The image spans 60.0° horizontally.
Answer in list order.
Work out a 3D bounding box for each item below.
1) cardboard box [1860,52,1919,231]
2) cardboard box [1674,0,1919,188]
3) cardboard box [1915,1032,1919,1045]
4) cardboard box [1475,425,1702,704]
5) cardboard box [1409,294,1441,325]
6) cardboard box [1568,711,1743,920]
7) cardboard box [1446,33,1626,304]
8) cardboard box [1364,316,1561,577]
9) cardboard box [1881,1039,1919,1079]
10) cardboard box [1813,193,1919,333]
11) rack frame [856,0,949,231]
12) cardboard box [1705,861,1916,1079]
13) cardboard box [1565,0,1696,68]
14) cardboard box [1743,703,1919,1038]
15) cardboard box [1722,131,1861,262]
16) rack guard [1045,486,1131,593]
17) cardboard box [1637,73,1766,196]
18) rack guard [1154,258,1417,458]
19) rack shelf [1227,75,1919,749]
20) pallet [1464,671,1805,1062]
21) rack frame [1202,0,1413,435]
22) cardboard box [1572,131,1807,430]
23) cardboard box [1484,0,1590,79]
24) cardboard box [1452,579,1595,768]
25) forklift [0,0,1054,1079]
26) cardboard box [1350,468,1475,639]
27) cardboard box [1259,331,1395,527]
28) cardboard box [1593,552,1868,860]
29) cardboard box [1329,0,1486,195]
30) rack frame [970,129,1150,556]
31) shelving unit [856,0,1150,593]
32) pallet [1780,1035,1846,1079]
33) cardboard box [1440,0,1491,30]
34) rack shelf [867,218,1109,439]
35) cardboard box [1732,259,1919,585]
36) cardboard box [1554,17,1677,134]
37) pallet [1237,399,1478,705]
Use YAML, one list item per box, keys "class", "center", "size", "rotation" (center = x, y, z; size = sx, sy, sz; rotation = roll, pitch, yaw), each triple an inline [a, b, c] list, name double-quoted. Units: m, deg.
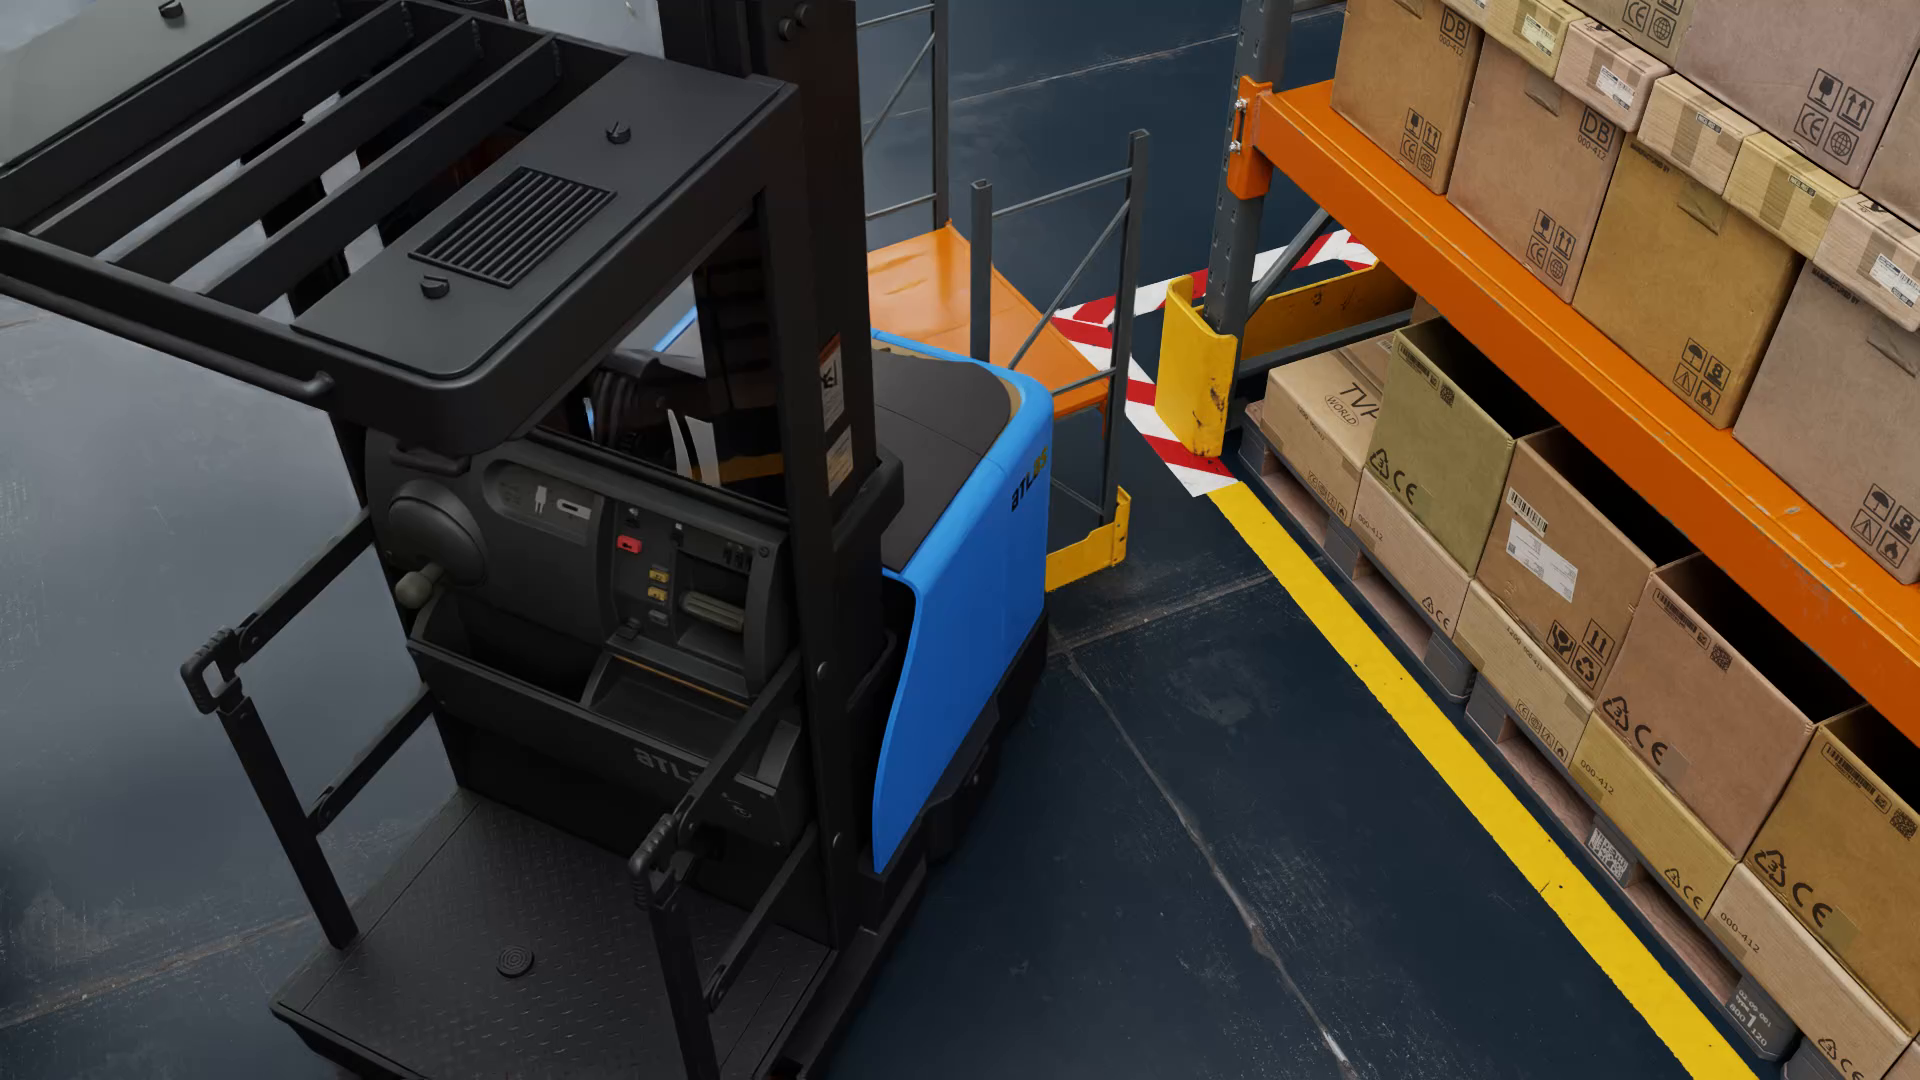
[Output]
- class: "cardboard box"
  center: [2.115, -0.781, 2.911]
  size: [0.700, 0.500, 0.500]
  rotation: [-18, 47, -17]
- class: "cardboard box"
  center: [1.905, -1.100, 3.234]
  size: [0.700, 0.500, 0.500]
  rotation: [-18, 47, -17]
- class: "cardboard box"
  center: [2.348, 0.966, 3.260]
  size: [0.500, 0.500, 0.500]
  rotation: [-18, 47, -17]
- class: "cardboard box"
  center: [1.716, 0.011, 4.228]
  size: [0.500, 0.500, 0.500]
  rotation: [-18, 47, -17]
- class: "cardboard box"
  center: [1.754, -0.776, 5.025]
  size: [0.500, 0.500, 0.500]
  rotation: [-18, 47, -17]
- class: "cardboard box"
  center: [1.912, 0.601, 4.164]
  size: [0.500, 0.250, 0.500]
  rotation: [-18, 47, -17]
- class: "cardboard box"
  center: [1.669, -0.993, 4.049]
  size: [0.700, 0.500, 0.500]
  rotation: [-17, 47, -16]
- class: "cardboard box"
  center: [1.495, -0.304, 4.547]
  size: [0.500, 0.500, 0.500]
  rotation: [-18, 47, -17]
- class: "cardboard box"
  center: [2.346, 1.234, 3.522]
  size: [0.500, 0.250, 0.500]
  rotation: [-18, 47, -17]
- class: "cardboard box"
  center: [1.874, -0.565, 3.154]
  size: [0.380, 0.149, 0.250]
  rotation: [-18, 47, -17]
- class: "rack frame"
  center: [-0.260, -1.016, 5.212]
  size: [0.500, 1.500, 0.032]
  rotation: [-22, 49, -21]
- class: "cardboard box"
  center: [2.123, 0.920, 3.841]
  size: [0.500, 0.250, 0.500]
  rotation: [-18, 47, -17]
- class: "cardboard box"
  center: [1.692, -1.421, 3.559]
  size: [0.700, 0.500, 0.500]
  rotation: [-19, 48, -18]
- class: "cardboard box"
  center: [2.134, 0.649, 3.581]
  size: [0.500, 0.500, 0.500]
  rotation: [-18, 47, -17]
- class: "cardboard box"
  center: [1.772, -0.725, 3.316]
  size: [0.380, 0.149, 0.250]
  rotation: [-19, 48, -18]
- class: "rack guard"
  center: [0.249, 0.046, 5.025]
  size: [0.587, 0.250, 0.087]
  rotation: [-22, 49, -21]
- class: "cardboard box"
  center: [1.664, -0.887, 3.481]
  size: [0.380, 0.149, 0.250]
  rotation: [-20, 48, -19]
- class: "rack guard"
  center: [1.249, -0.717, 5.621]
  size: [1.175, 0.500, 0.348]
  rotation: [-18, 47, -17]
- class: "rack shelf"
  center: [2.100, -0.061, 3.689]
  size: [1.077, 0.370, 4.000]
  rotation: [-18, 47, -17]
- class: "pallet"
  center: [2.128, 0.652, 4.439]
  size: [1.003, 0.211, 1.213]
  rotation: [-18, 47, -17]
- class: "rack frame"
  center: [1.259, -1.592, 4.728]
  size: [1.000, 3.000, 0.127]
  rotation: [-18, 47, -17]
- class: "cardboard box"
  center: [1.872, -0.675, 3.727]
  size: [0.700, 0.500, 0.500]
  rotation: [-18, 47, -17]
- class: "cardboard box"
  center: [1.446, -1.218, 3.816]
  size: [0.380, 0.149, 0.250]
  rotation: [-18, 47, -17]
- class: "cardboard box"
  center: [1.706, 0.281, 4.488]
  size: [0.500, 0.250, 0.500]
  rotation: [-18, 47, -17]
- class: "forklift"
  center: [-0.850, 0.111, 3.051]
  size: [1.130, 2.935, 3.031]
  rotation: [19, 48, 18]
- class: "cardboard box"
  center: [1.496, -0.038, 4.811]
  size: [0.500, 0.250, 0.500]
  rotation: [-18, 47, -17]
- class: "cardboard box"
  center: [1.283, -0.355, 5.133]
  size: [0.500, 0.250, 0.500]
  rotation: [-18, 47, -17]
- class: "cardboard box"
  center: [1.911, 0.335, 3.900]
  size: [0.500, 0.500, 0.500]
  rotation: [-18, 47, -17]
- class: "cardboard box"
  center: [1.444, -1.326, 4.387]
  size: [0.700, 0.500, 0.500]
  rotation: [-18, 47, -17]
- class: "rack frame"
  center: [0.249, -0.398, 4.586]
  size: [0.500, 1.500, 0.032]
  rotation: [-22, 49, -21]
- class: "shelving unit"
  center: [-0.001, -0.702, 4.893]
  size: [0.587, 1.500, 1.083]
  rotation: [-22, 49, -21]
- class: "pallet"
  center: [2.644, 1.431, 3.650]
  size: [1.003, 0.211, 1.213]
  rotation: [-18, 47, -17]
- class: "cardboard box"
  center: [1.342, -1.377, 3.977]
  size: [0.380, 0.149, 0.250]
  rotation: [-19, 48, -18]
- class: "rack shelf"
  center: [-0.005, -0.579, 5.025]
  size: [0.538, 0.185, 1.000]
  rotation: [-22, 49, -21]
- class: "cardboard box"
  center: [2.097, -0.340, 3.388]
  size: [0.700, 0.500, 0.500]
  rotation: [-17, 47, -16]
- class: "cardboard box"
  center: [1.550, -1.056, 3.652]
  size: [0.380, 0.149, 0.250]
  rotation: [-19, 48, -18]
- class: "pallet"
  center: [1.619, -0.124, 5.226]
  size: [1.003, 0.211, 1.213]
  rotation: [-18, 47, -17]
